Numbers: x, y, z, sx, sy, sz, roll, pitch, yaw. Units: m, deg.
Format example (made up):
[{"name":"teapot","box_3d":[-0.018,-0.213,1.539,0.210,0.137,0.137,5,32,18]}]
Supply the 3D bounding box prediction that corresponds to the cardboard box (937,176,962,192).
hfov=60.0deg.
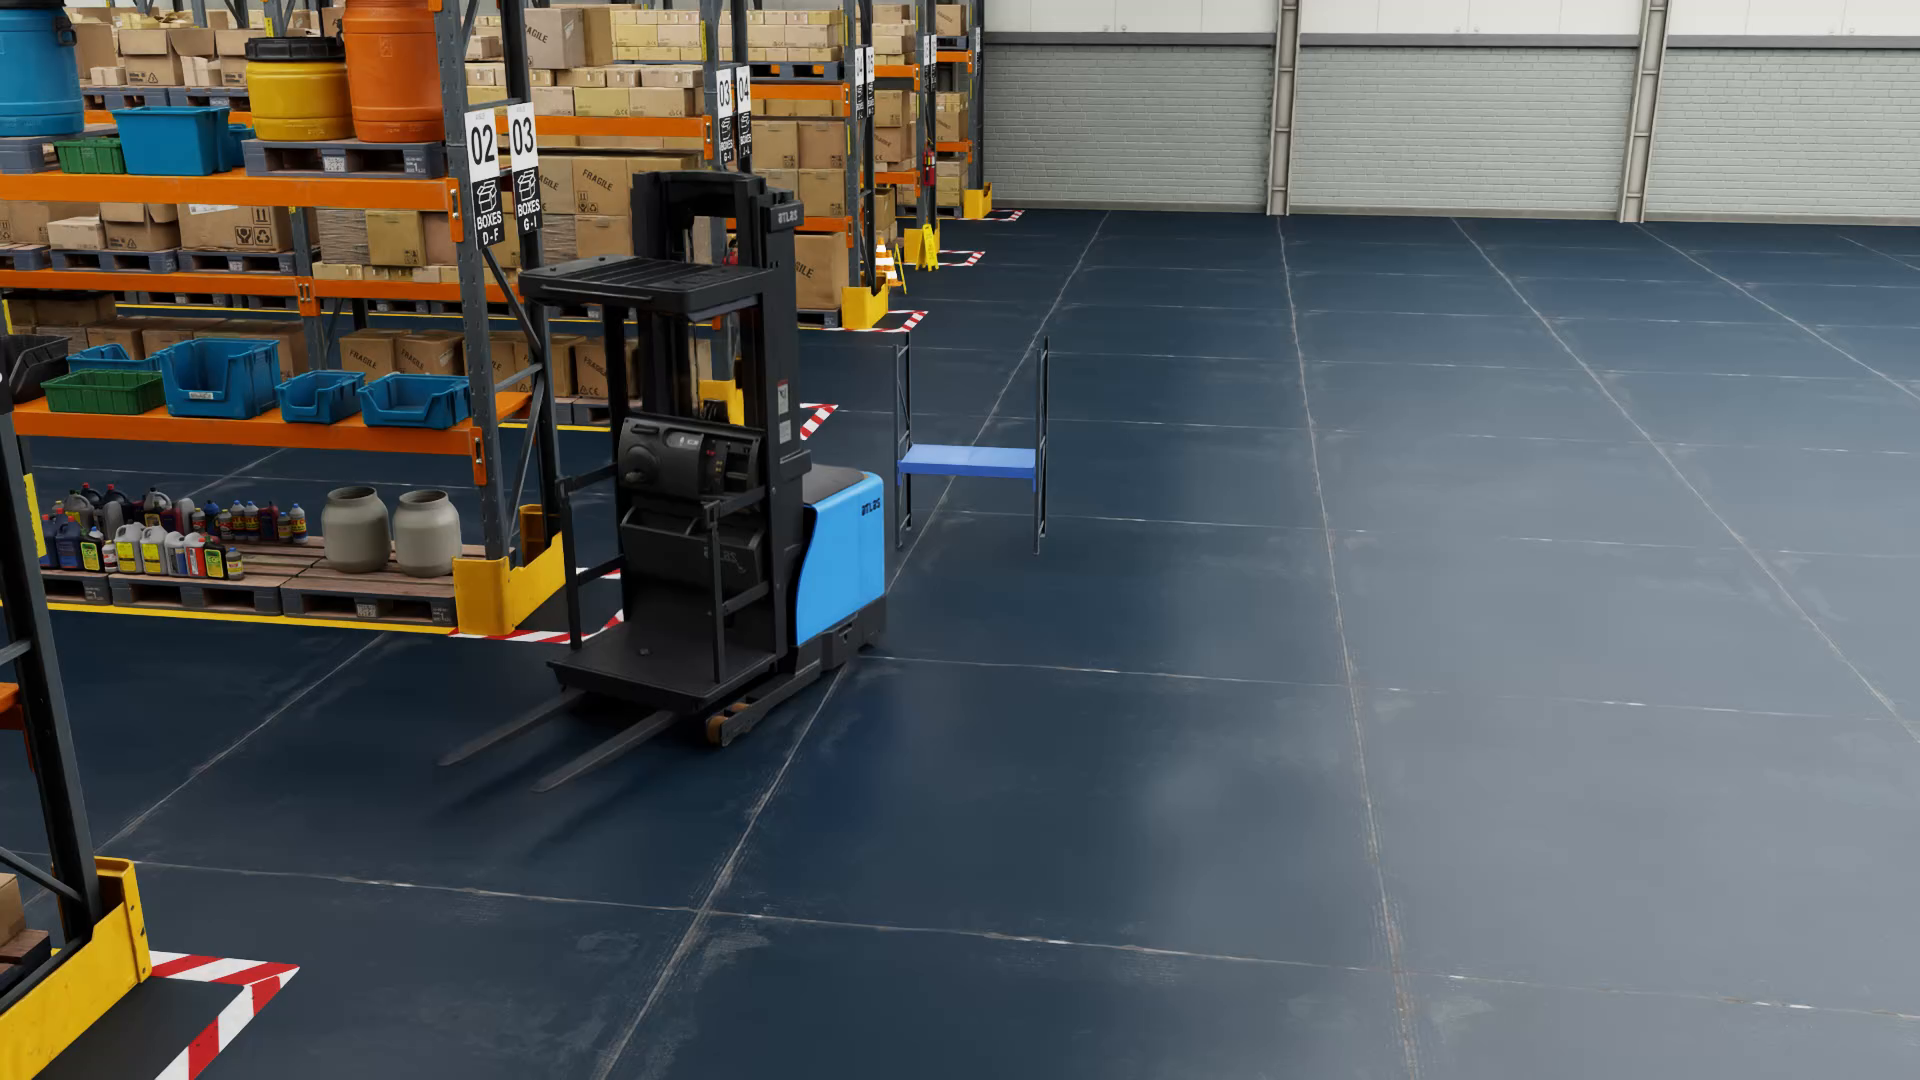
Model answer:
[{"name":"cardboard box","box_3d":[-0.240,-6.285,29.244,0.500,0.250,0.500,3,19,8]}]

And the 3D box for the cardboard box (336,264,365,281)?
[{"name":"cardboard box","box_3d":[-5.606,-2.527,15.523,0.250,0.149,0.380,3,19,9]}]

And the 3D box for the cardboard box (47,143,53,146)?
[{"name":"cardboard box","box_3d":[-11.578,-5.069,21.521,0.250,0.149,0.380,2,19,7]}]

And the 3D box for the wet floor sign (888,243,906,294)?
[{"name":"wet floor sign","box_3d":[-0.836,-3.617,22.098,0.232,0.644,0.267,0,19,-1]}]

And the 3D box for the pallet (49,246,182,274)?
[{"name":"pallet","box_3d":[-8.003,-2.791,16.220,1.213,0.211,1.003,3,19,9]}]

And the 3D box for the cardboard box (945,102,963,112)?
[{"name":"cardboard box","box_3d":[-0.097,-7.511,28.844,0.250,0.149,0.380,3,19,9]}]

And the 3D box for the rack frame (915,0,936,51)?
[{"name":"rack frame","box_3d":[-0.494,-8.516,23.573,0.127,3.000,1.000,3,19,9]}]

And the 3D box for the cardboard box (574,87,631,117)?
[{"name":"cardboard box","box_3d":[-3.075,-3.887,14.701,0.500,0.250,0.500,3,19,9]}]

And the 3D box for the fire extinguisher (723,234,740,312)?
[{"name":"fire extinguisher","box_3d":[-2.026,-2.379,14.809,0.183,0.674,0.296,3,19,9]}]

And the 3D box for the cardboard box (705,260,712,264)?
[{"name":"cardboard box","box_3d":[-2.309,-2.536,15.552,0.250,0.149,0.380,3,19,9]}]

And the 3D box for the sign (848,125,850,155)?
[{"name":"sign","box_3d":[-1.279,-4.607,19.147,0.005,0.325,0.100,3,19,9]}]

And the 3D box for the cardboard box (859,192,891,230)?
[{"name":"cardboard box","box_3d":[-1.326,-4.880,24.652,0.500,0.500,0.500,3,19,9]}]

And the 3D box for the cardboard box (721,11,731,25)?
[{"name":"cardboard box","box_3d":[-2.567,-6.005,19.116,0.250,0.149,0.380,3,19,9]}]

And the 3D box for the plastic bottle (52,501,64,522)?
[{"name":"plastic bottle","box_3d":[-6.393,-0.177,11.821,0.097,0.201,0.097,0,18,0]}]

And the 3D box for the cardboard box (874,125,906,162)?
[{"name":"cardboard box","box_3d":[-1.073,-5.800,24.285,0.500,0.500,0.500,3,19,8]}]

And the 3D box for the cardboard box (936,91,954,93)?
[{"name":"cardboard box","box_3d":[-0.260,-7.839,29.356,0.250,0.149,0.380,4,19,11]}]

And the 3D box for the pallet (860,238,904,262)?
[{"name":"pallet","box_3d":[-1.365,-4.404,25.134,1.213,0.211,1.003,3,19,9]}]

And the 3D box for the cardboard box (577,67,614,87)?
[{"name":"cardboard box","box_3d":[-3.167,-4.057,14.583,0.250,0.149,0.380,3,19,9]}]

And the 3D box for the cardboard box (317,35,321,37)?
[{"name":"cardboard box","box_3d":[-7.396,-5.988,20.066,0.500,0.311,0.500,3,19,8]}]

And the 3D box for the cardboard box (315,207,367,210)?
[{"name":"cardboard box","box_3d":[-5.611,-3.328,15.320,0.500,0.500,0.500,3,19,9]}]

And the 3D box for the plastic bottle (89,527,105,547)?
[{"name":"plastic bottle","box_3d":[-5.732,0.045,11.047,0.097,0.271,0.097,0,18,0]}]

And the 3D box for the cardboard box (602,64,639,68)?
[{"name":"cardboard box","box_3d":[-3.068,-4.247,15.148,0.250,0.149,0.380,4,19,11]}]

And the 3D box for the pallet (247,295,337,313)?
[{"name":"pallet","box_3d":[-8.311,-3.132,21.331,1.213,0.211,1.003,3,19,9]}]

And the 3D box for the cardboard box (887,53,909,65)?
[{"name":"cardboard box","box_3d":[-0.890,-6.905,23.880,0.250,0.149,0.380,3,19,9]}]

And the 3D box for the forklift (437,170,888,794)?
[{"name":"forklift","box_3d":[-1.595,-0.438,8.993,1.130,2.935,3.031,10,21,27]}]

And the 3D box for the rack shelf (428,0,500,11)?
[{"name":"rack shelf","box_3d":[-4.826,-3.429,10.135,4.000,0.370,1.077,3,19,9]}]

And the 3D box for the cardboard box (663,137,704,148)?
[{"name":"cardboard box","box_3d":[-3.172,-4.785,19.937,0.500,0.550,0.875,3,19,9]}]

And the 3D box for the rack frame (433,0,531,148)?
[{"name":"rack frame","box_3d":[-2.851,-3.860,9.656,0.127,3.000,1.000,3,19,9]}]

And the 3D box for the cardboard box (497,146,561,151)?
[{"name":"cardboard box","box_3d":[-4.046,-3.417,15.587,0.500,0.500,0.500,3,19,9]}]

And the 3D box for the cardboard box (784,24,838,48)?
[{"name":"cardboard box","box_3d":[-1.707,-5.791,19.105,0.500,0.250,0.500,3,19,9]}]

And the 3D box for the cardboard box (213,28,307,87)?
[{"name":"cardboard box","box_3d":[-6.463,-4.493,15.452,0.637,0.503,0.797,2,19,6]}]

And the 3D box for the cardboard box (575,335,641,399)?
[{"name":"cardboard box","box_3d":[-3.275,-1.636,15.743,0.500,0.500,0.500,8,20,23]}]

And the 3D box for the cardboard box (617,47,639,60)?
[{"name":"cardboard box","box_3d":[-3.818,-5.691,19.433,0.250,0.149,0.380,3,19,8]}]

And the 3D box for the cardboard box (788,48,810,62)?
[{"name":"cardboard box","box_3d":[-1.810,-5.589,19.127,0.250,0.149,0.380,3,19,9]}]

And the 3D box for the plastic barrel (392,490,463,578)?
[{"name":"plastic barrel","box_3d":[-3.513,-0.043,10.964,0.421,0.512,0.421,0,18,0]}]

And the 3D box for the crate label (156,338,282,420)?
[{"name":"crate label","box_3d":[-4.711,-1.039,10.626,0.616,0.435,0.502,3,19,9]}]

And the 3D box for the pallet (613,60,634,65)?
[{"name":"pallet","box_3d":[-4.322,-5.652,19.882,1.213,0.211,1.003,3,19,9]}]

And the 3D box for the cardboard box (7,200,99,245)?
[{"name":"cardboard box","box_3d":[-8.858,-3.204,16.332,0.500,0.500,0.700,6,19,17]}]

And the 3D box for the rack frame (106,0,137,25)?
[{"name":"rack frame","box_3d":[-15.507,-10.876,30.627,0.127,3.000,1.000,3,19,9]}]

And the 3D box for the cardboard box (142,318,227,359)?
[{"name":"cardboard box","box_3d":[-7.638,-1.886,16.460,0.500,0.500,0.700,1,19,4]}]

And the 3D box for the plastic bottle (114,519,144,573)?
[{"name":"plastic bottle","box_3d":[-5.463,0.033,10.958,0.185,0.351,0.144,3,19,8]}]

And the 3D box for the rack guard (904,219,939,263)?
[{"name":"rack guard","box_3d":[-0.569,-4.489,24.933,0.348,0.500,1.175,3,19,9]}]

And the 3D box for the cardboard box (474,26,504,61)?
[{"name":"cardboard box","box_3d":[-6.882,-7.477,25.033,0.637,0.503,0.797,3,19,9]}]

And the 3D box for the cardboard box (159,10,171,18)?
[{"name":"cardboard box","box_3d":[-14.610,-9.628,30.605,0.500,0.250,0.500,3,19,8]}]

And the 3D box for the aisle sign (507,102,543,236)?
[{"name":"aisle sign","box_3d":[-2.734,-2.336,10.459,0.004,0.787,0.394,3,19,9]}]

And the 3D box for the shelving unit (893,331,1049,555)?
[{"name":"shelving unit","box_3d":[0.084,-0.707,12.052,1.048,1.500,0.538,3,19,9]}]

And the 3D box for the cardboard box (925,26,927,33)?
[{"name":"cardboard box","box_3d":[-0.576,-8.723,28.494,0.250,0.149,0.380,2,19,7]}]

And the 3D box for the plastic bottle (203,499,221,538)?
[{"name":"plastic bottle","box_3d":[-5.229,-0.151,11.633,0.097,0.271,0.097,0,18,0]}]

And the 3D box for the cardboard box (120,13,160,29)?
[{"name":"cardboard box","box_3d":[-10.027,-6.311,20.345,0.258,0.266,0.396,3,19,9]}]
